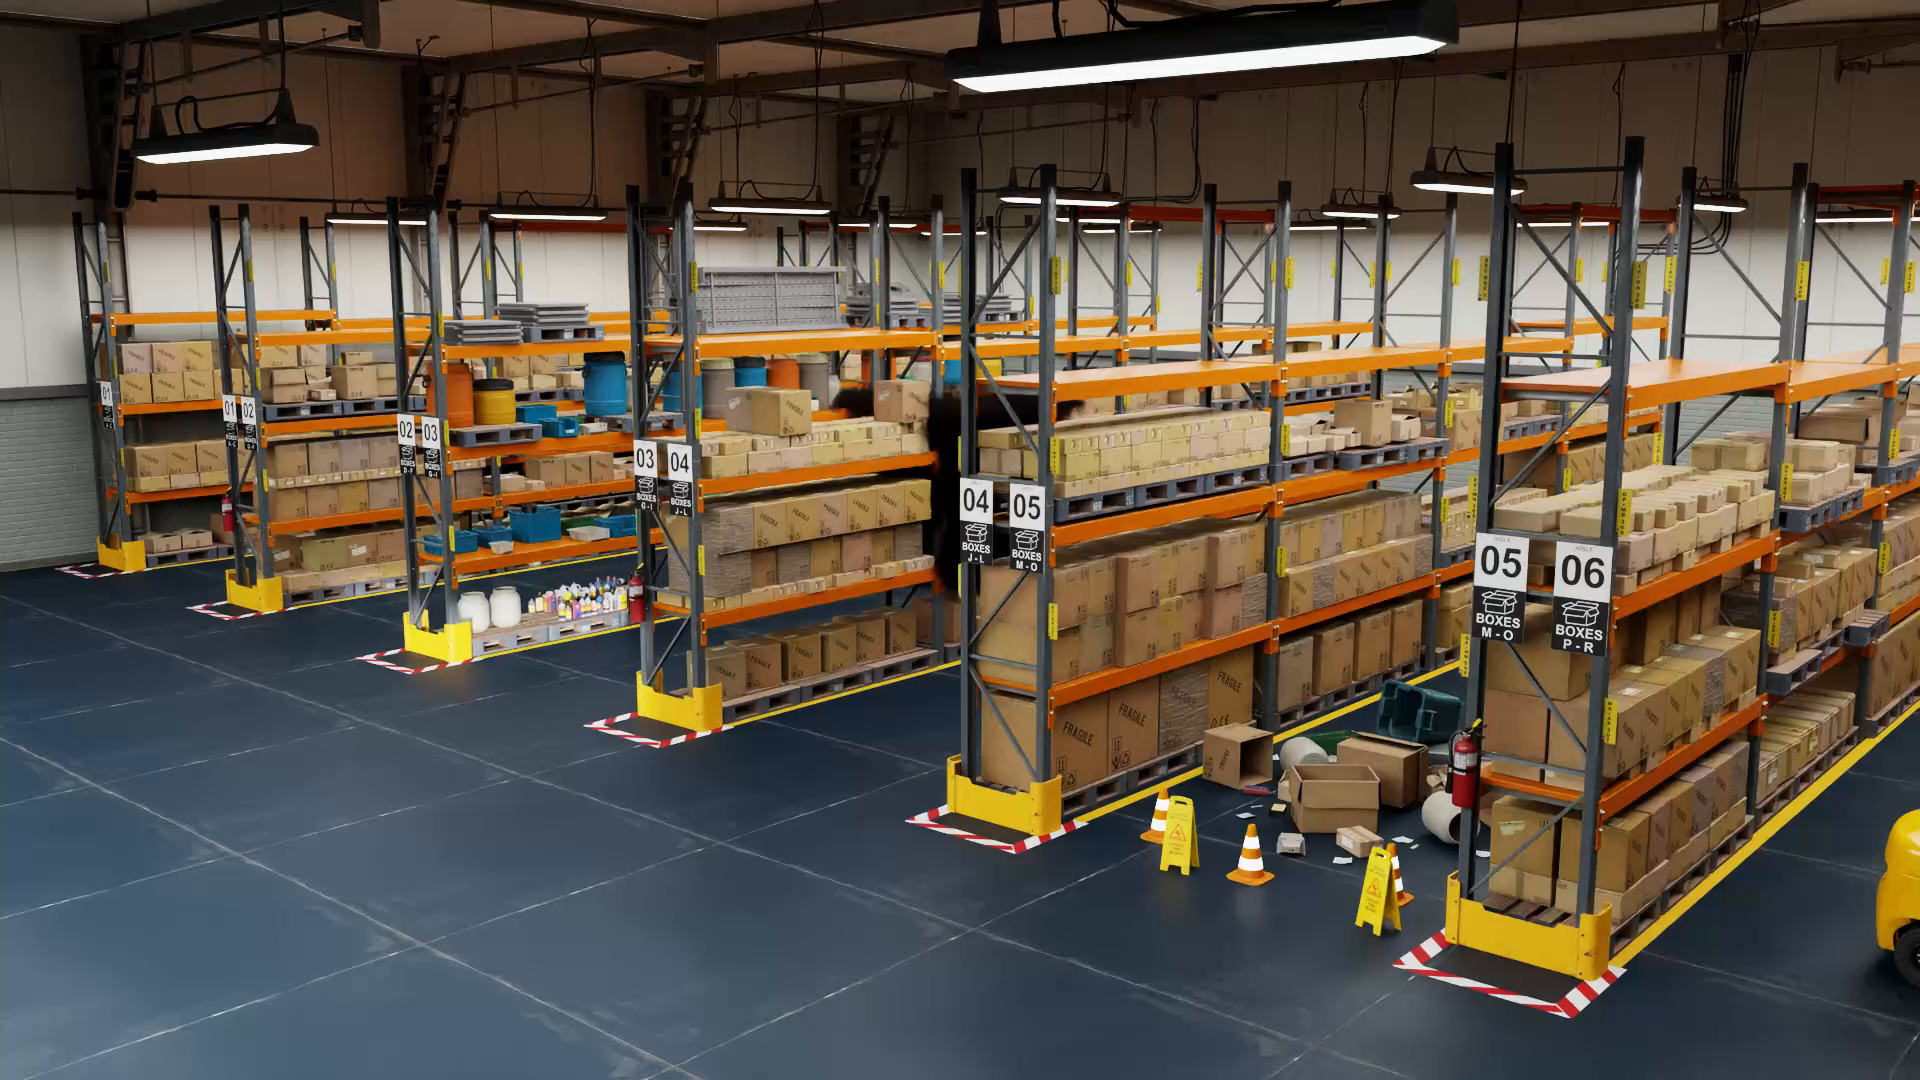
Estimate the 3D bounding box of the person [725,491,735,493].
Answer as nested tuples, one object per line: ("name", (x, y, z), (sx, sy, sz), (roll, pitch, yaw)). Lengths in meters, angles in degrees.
("person", (-3.200, 0.119, 23.769), (0.606, 1.705, 0.545), (-5, 11, -29))
